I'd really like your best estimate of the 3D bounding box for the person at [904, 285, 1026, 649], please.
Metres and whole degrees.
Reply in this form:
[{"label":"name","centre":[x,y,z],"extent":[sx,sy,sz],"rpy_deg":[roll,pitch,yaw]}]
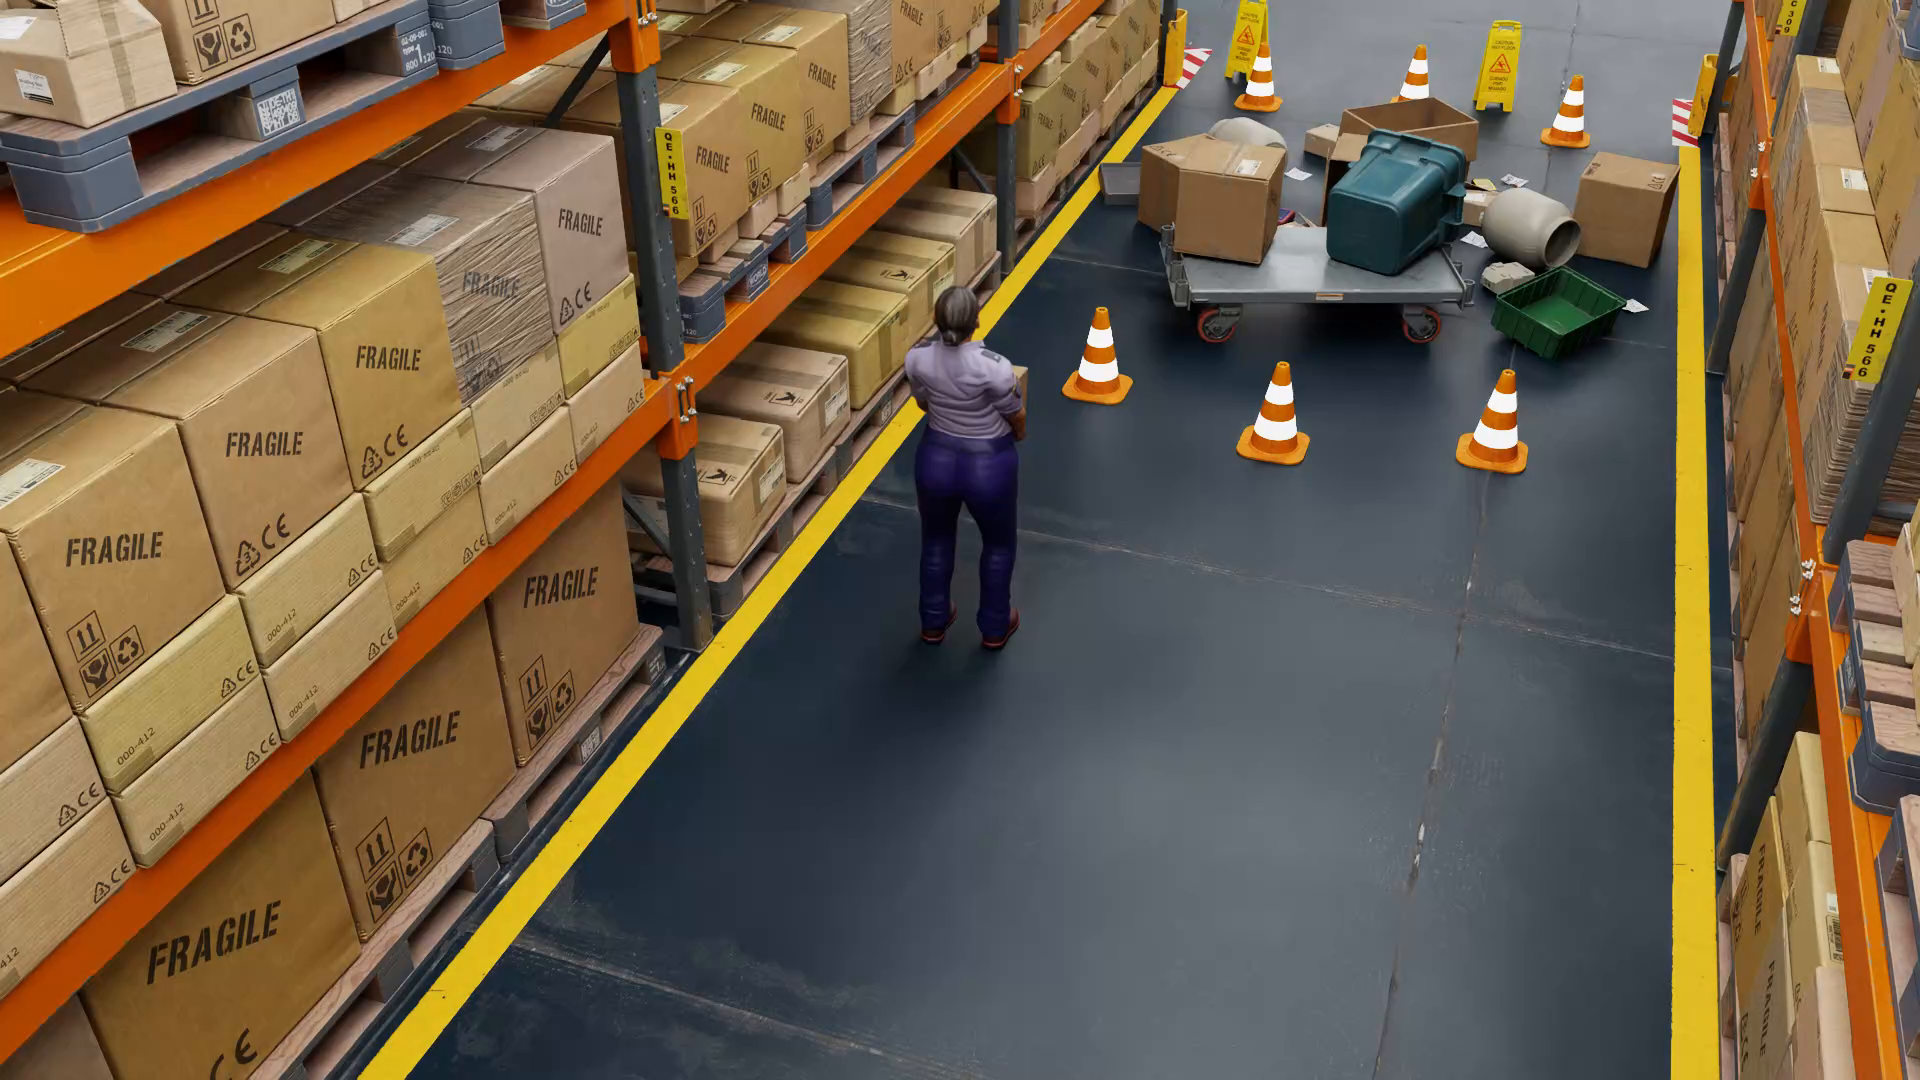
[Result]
[{"label":"person","centre":[0.047,-0.314,6.641],"extent":[0.453,1.636,0.524],"rpy_deg":[11,35,16]}]
